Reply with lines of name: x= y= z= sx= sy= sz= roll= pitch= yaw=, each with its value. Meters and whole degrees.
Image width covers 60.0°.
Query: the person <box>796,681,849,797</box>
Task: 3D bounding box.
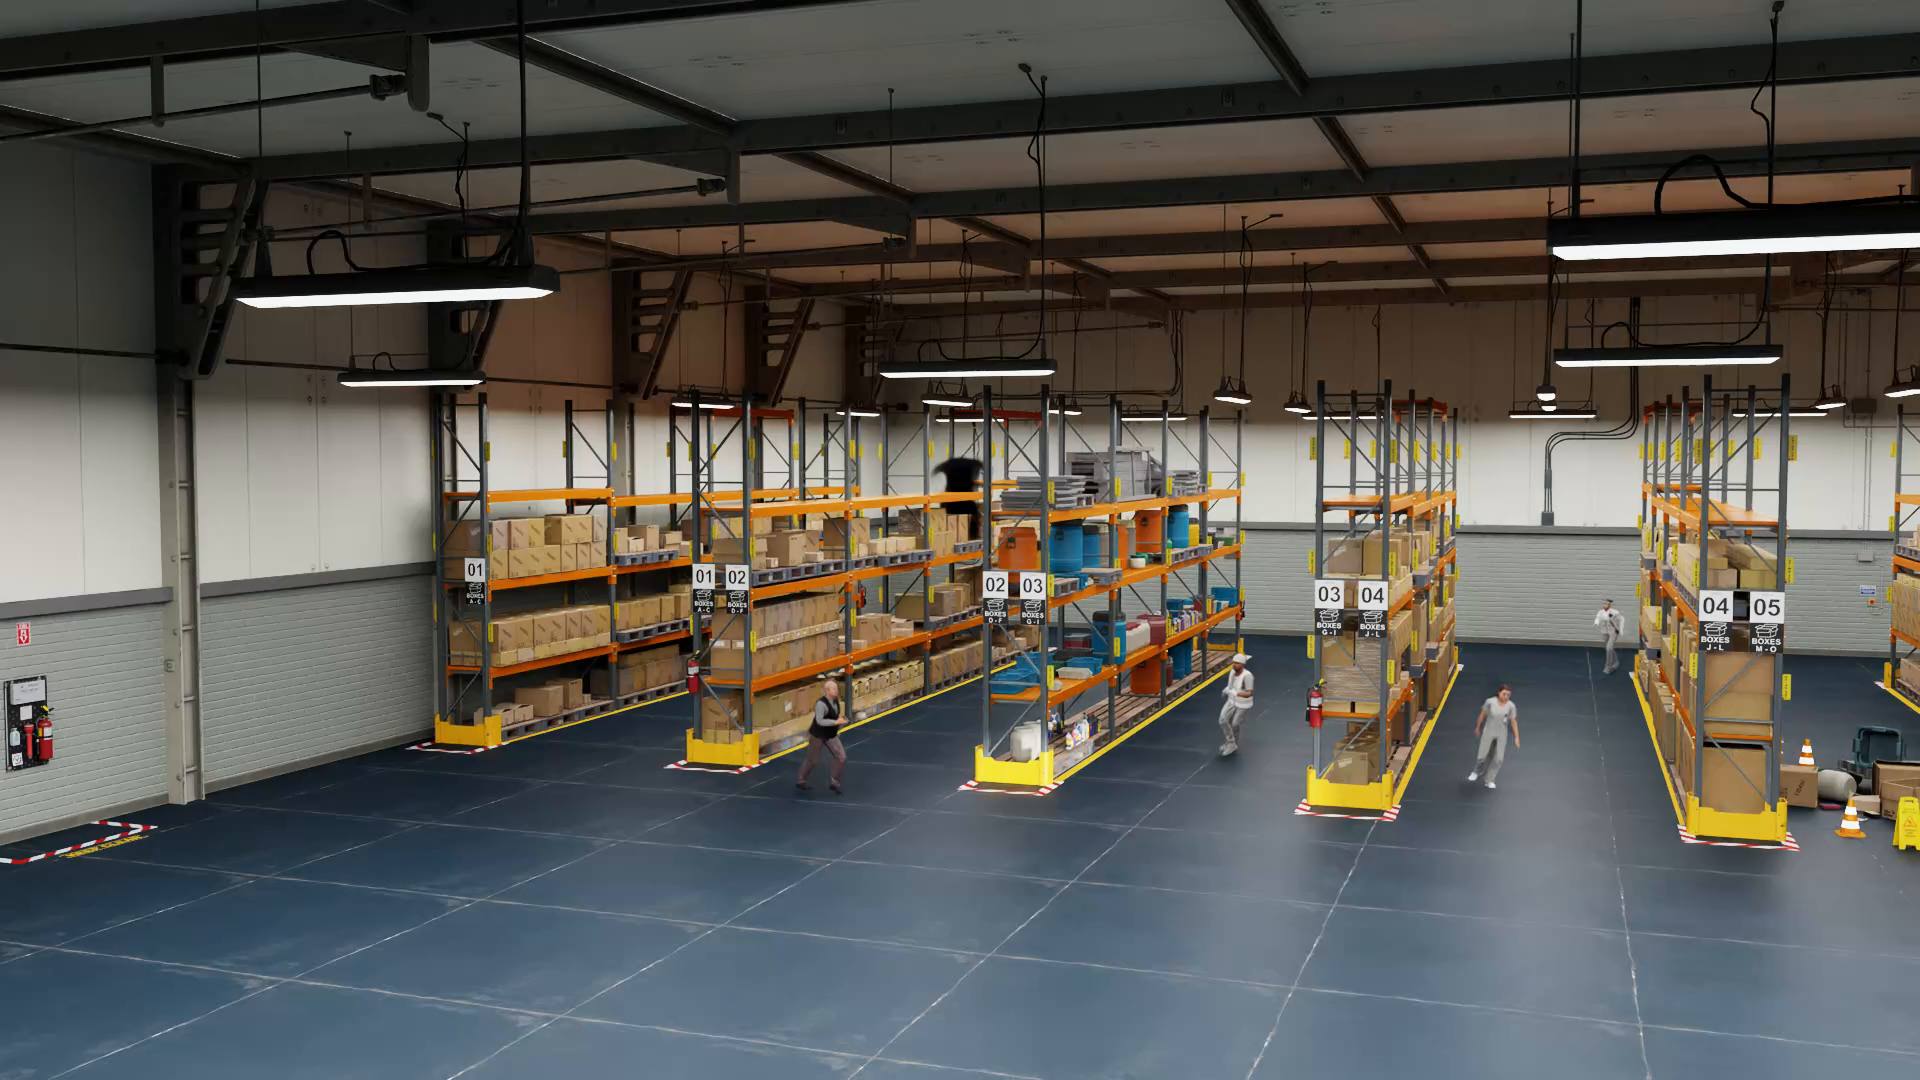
person: x=-1.972 y=2.883 z=24.155 sx=0.984 sy=1.710 sz=0.647 roll=2 pitch=4 yaw=37

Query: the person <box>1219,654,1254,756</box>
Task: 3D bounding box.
person: x=4.521 y=2.681 z=27.279 sx=0.818 sy=1.677 sz=0.724 roll=3 pitch=4 yaw=42

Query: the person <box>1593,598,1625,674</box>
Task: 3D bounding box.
person: x=14.713 y=2.163 z=37.730 sx=0.951 sy=1.715 sz=0.563 roll=-2 pitch=4 yaw=-39

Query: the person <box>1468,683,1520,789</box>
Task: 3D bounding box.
person: x=7.908 y=2.882 z=24.612 sx=0.692 sy=1.595 sz=0.597 roll=1 pitch=3 yaw=11
